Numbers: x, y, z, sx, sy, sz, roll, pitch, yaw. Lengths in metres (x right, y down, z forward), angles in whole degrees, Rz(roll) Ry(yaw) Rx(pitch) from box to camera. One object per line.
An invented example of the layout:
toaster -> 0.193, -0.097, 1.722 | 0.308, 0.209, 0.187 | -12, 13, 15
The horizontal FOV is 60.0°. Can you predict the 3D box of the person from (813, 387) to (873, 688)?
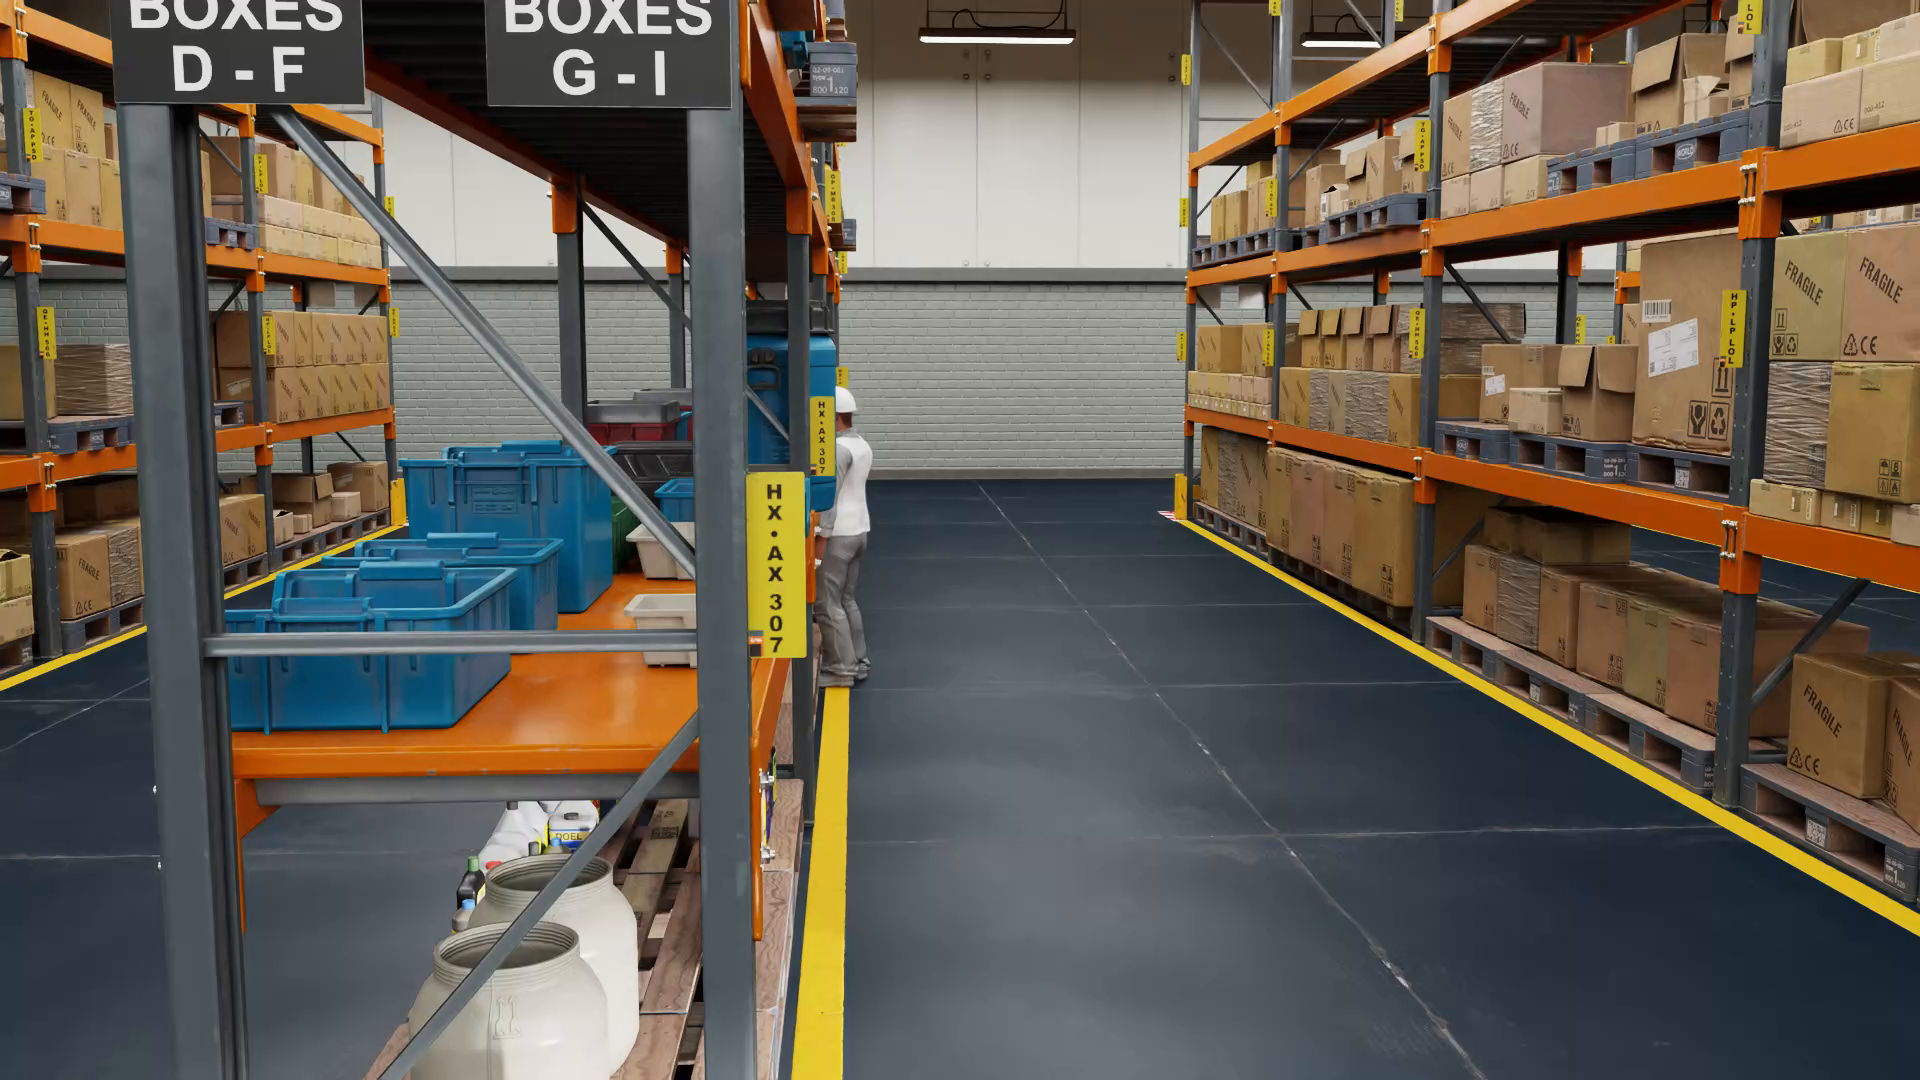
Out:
person -> -0.730, -0.020, 9.848 | 0.358, 1.765, 0.533 | 2, 7, 15
